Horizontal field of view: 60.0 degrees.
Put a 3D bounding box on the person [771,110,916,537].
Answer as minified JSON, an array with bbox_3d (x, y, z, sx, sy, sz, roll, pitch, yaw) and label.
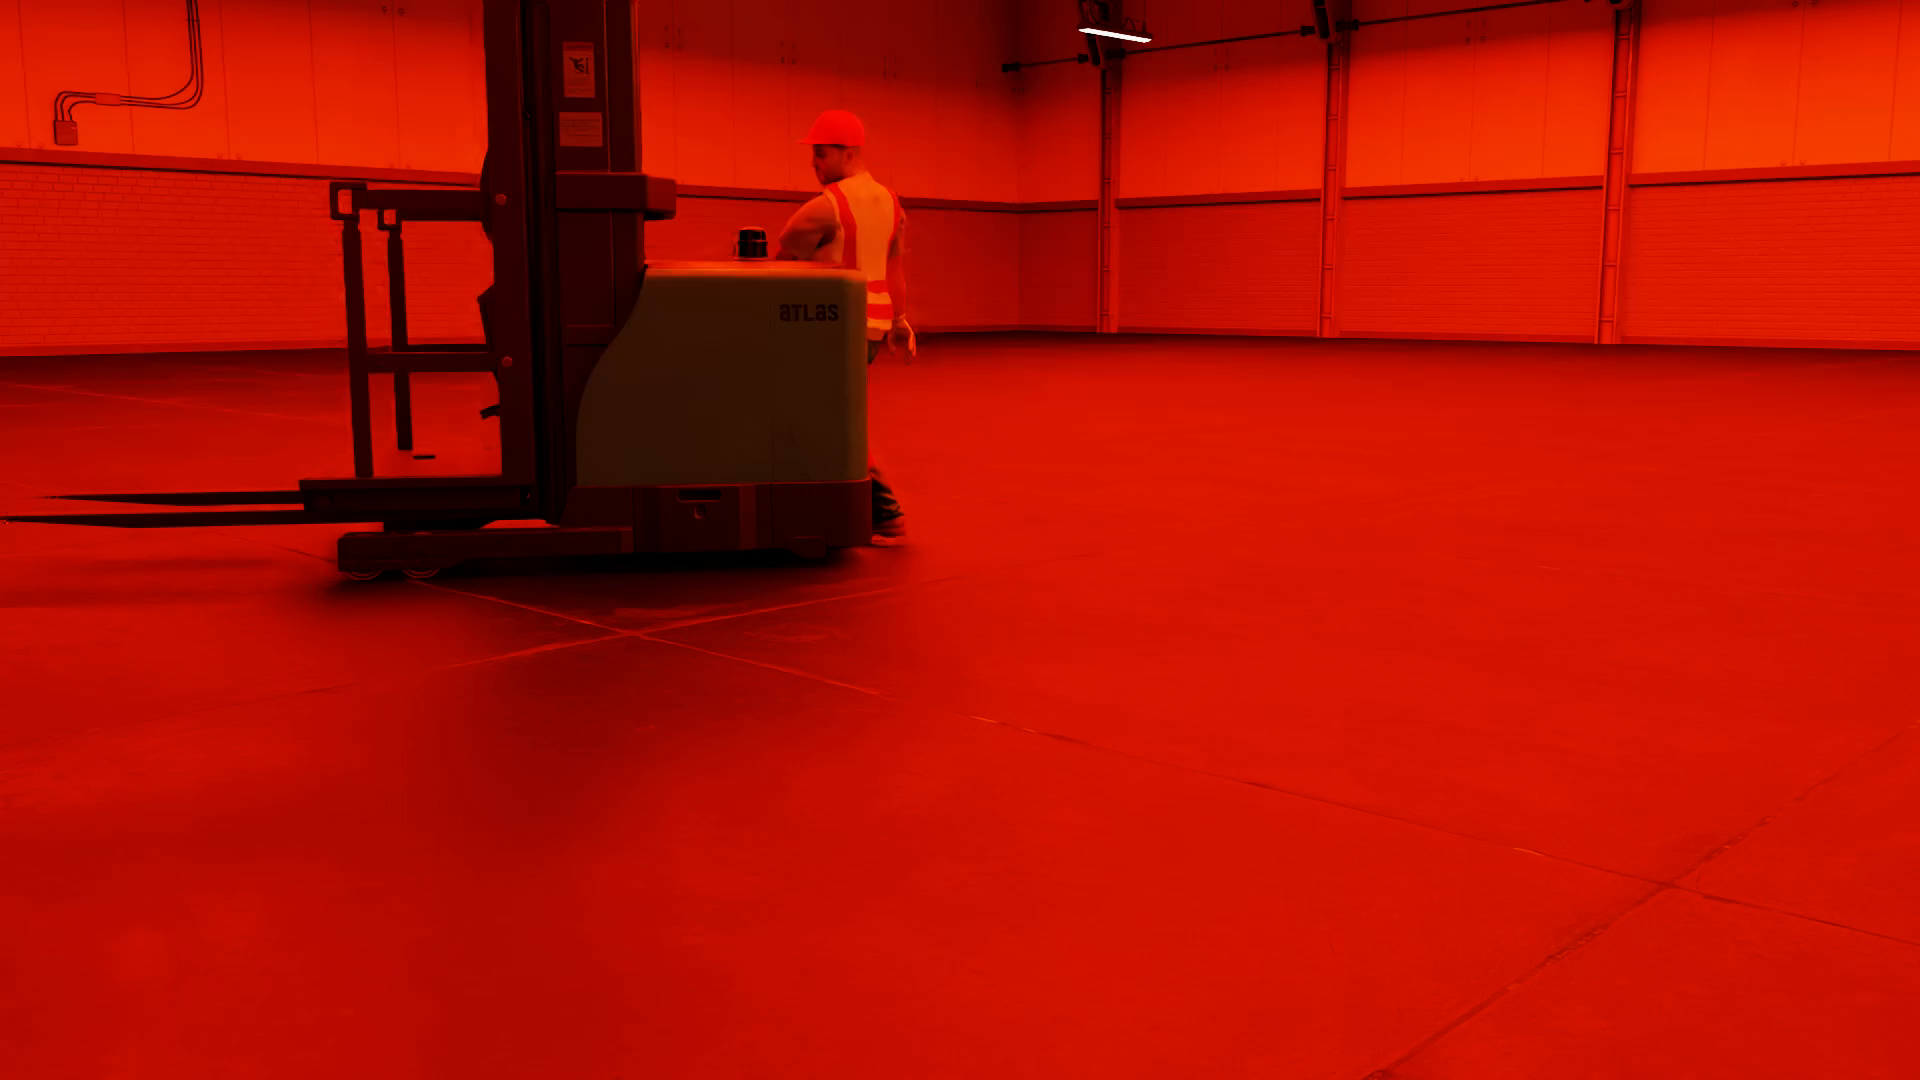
[{"bbox_3d":[-0.478,-0.870,6.837,0.832,1.716,0.714,4,10,26],"label":"person"}]

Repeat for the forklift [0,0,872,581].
[{"bbox_3d":[-1.893,-1.393,6.127,3.031,2.935,1.130,-2,9,-10],"label":"forklift"}]
